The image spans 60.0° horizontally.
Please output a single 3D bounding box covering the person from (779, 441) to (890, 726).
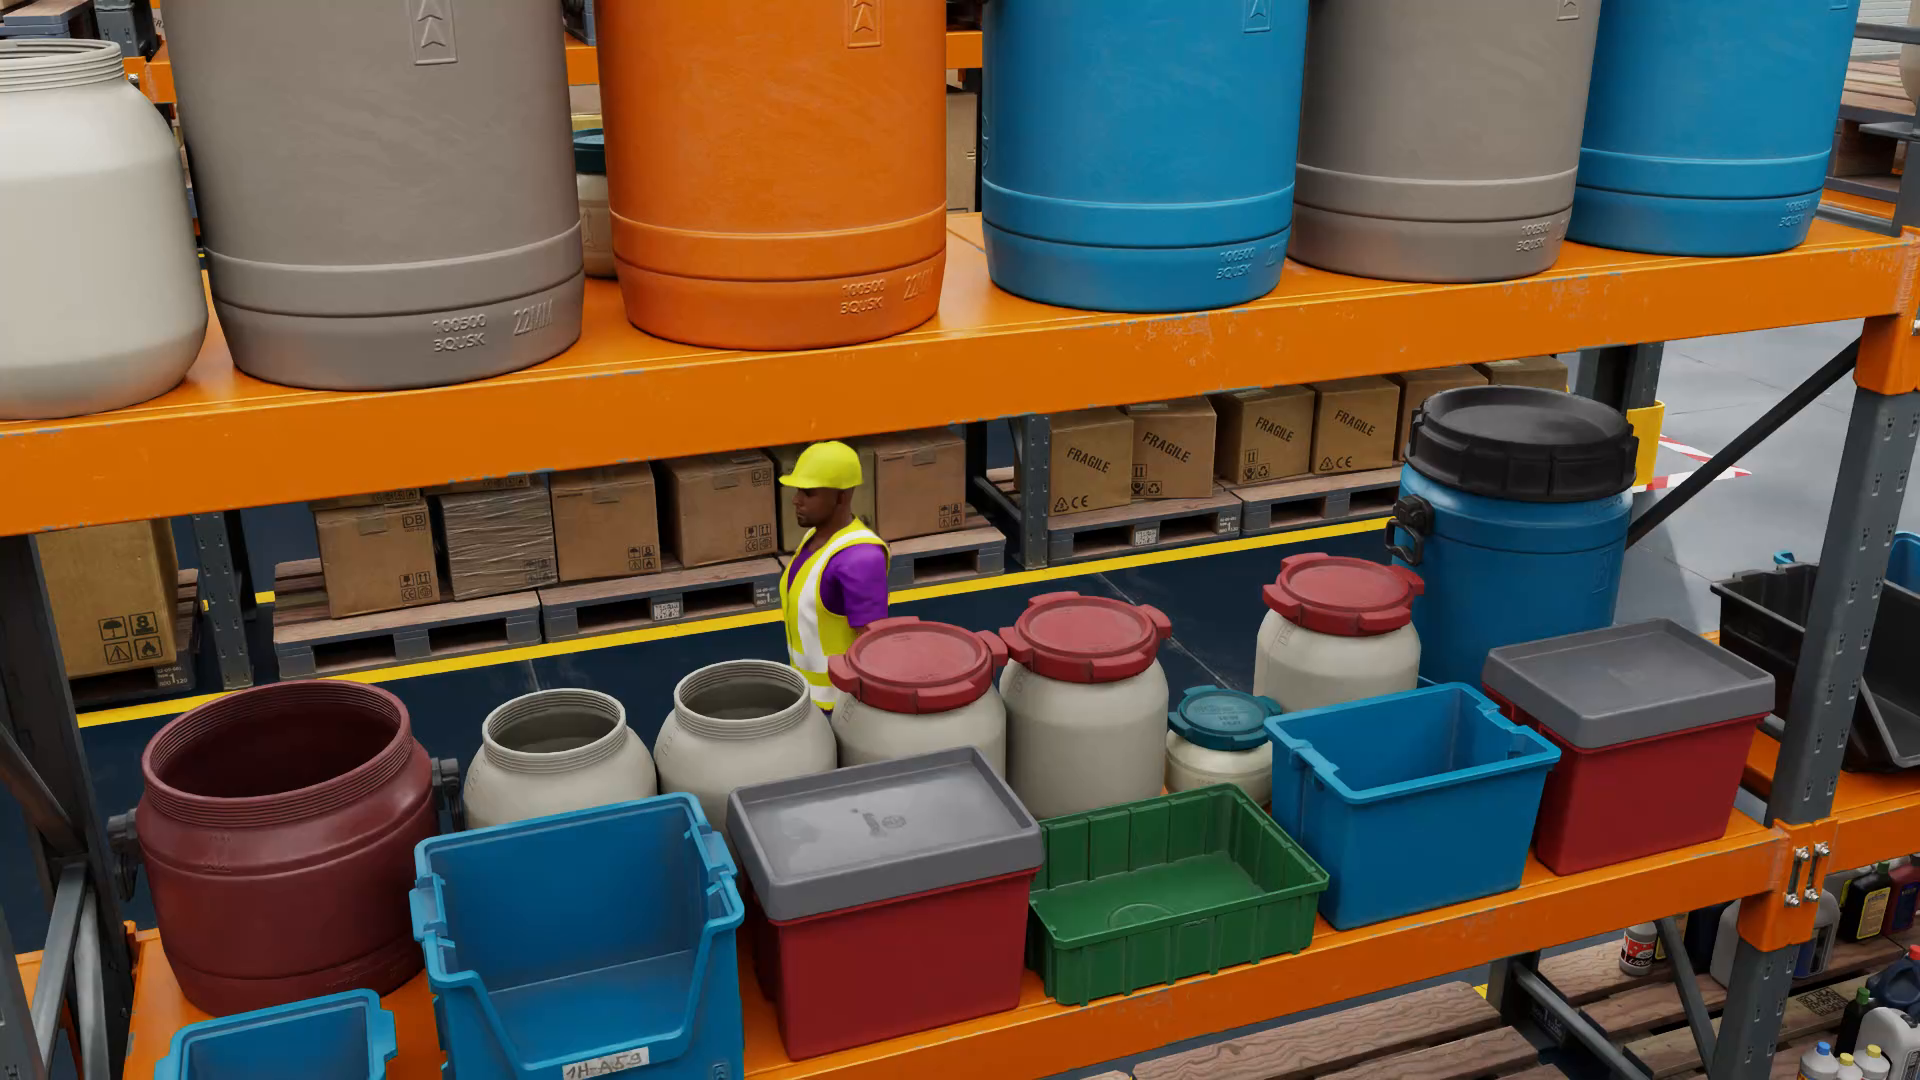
[{"bbox_3d":[-0.432,0.544,5.731,0.370,1.777,0.644,-8,24,-18],"label":"person"}]
